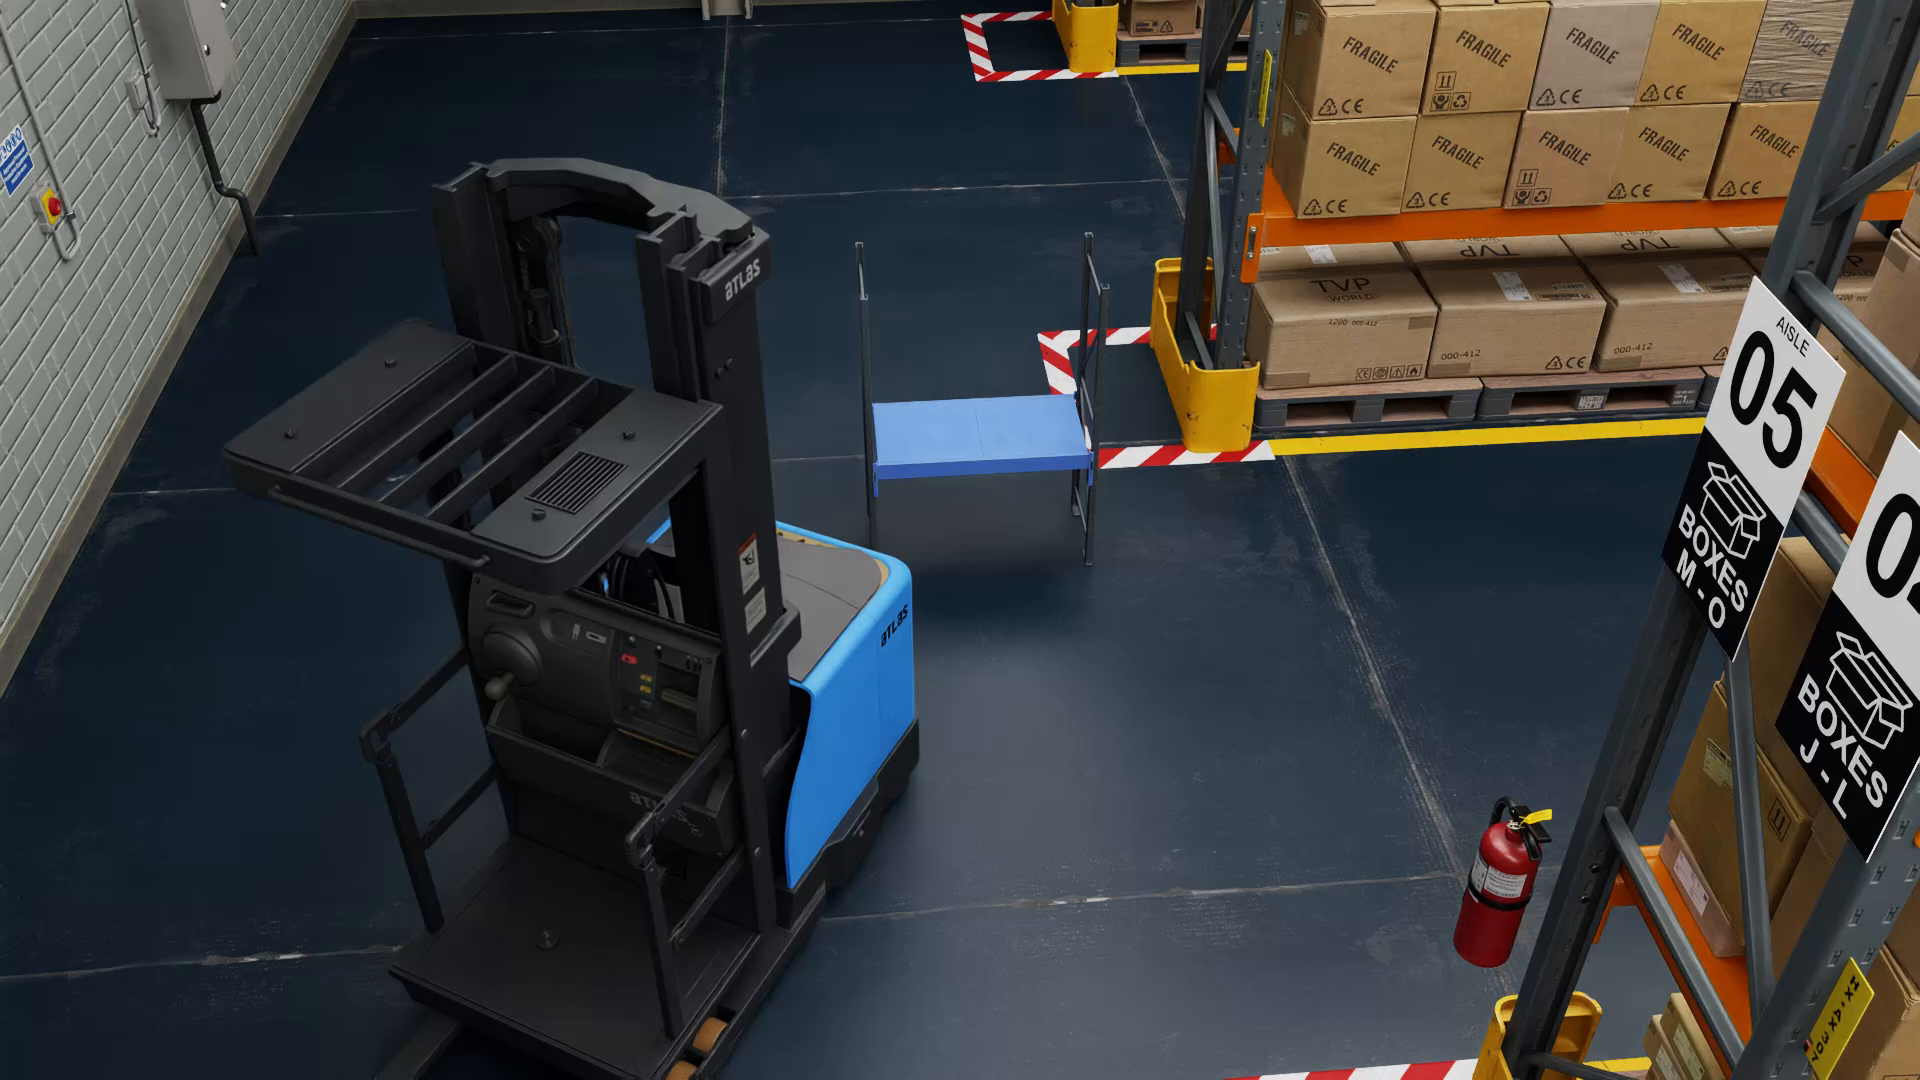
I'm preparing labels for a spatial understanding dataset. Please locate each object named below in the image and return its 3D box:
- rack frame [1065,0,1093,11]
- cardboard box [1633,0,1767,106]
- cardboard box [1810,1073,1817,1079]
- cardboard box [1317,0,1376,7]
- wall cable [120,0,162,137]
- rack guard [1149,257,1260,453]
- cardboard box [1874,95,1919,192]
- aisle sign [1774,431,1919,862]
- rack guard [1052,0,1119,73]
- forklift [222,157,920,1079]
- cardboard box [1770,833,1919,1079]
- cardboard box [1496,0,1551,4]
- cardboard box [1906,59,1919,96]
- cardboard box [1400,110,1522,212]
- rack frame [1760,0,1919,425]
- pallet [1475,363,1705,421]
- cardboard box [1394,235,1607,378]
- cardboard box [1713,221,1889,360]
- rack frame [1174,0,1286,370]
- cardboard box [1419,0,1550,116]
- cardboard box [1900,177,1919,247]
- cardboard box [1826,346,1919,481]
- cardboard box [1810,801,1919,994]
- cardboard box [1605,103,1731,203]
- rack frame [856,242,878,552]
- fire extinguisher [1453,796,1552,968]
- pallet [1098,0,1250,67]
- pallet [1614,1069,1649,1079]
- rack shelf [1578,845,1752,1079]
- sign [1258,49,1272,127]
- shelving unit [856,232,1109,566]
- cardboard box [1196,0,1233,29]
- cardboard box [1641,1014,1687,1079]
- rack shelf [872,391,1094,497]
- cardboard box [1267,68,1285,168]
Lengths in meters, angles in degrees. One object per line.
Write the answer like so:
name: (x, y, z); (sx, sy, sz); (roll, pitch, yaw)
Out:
rack frame: (0.879, -5.058, 12.061); (0.127, 3.000, 1.000); (-3, 38, -4)
cardboard box: (3.349, -2.372, 7.769); (0.500, 0.500, 0.500); (-3, 38, -4)
cardboard box: (2.214, 1.336, 4.160); (0.250, 0.149, 0.380); (-3, 38, -4)
cardboard box: (1.701, -2.531, 7.446); (0.250, 0.149, 0.380); (-2, 38, -3)
wall cable: (-4.429, -2.945, 8.563); (0.122, 1.984, 0.588); (-3, 38, -4)
rack guard: (1.299, -1.013, 8.953); (0.348, 0.500, 1.175); (-3, 38, -4)
cardboard box: (4.356, -2.040, 8.155); (0.500, 0.500, 0.500); (-4, 38, -5)
aisle sign: (1.816, 0.221, 3.271); (0.004, 0.787, 0.394); (-3, 38, -4)
rack guard: (0.955, -4.081, 12.841); (0.348, 0.500, 1.175); (-3, 38, -4)
forklift: (-1.263, 0.464, 5.117); (1.130, 2.935, 3.031); (17, 41, 20)
cardboard box: (2.333, 1.043, 4.008); (0.500, 0.500, 0.500); (-1, 38, -2)
cardboard box: (2.485, -2.558, 7.481); (0.250, 0.149, 0.380); (-4, 38, -5)
cardboard box: (4.355, -2.428, 7.840); (0.500, 0.500, 0.500); (-4, 38, -5)
cardboard box: (2.328, -1.929, 8.015); (0.500, 0.500, 0.500); (-4, 38, -5)
rack frame: (1.862, -1.302, 2.458); (0.127, 3.000, 1.000); (-3, 38, -4)
pallet: (3.325, -1.058, 9.243); (1.213, 0.211, 1.003); (-3, 38, -4)
cardboard box: (2.882, -1.308, 9.038); (0.875, 0.438, 0.875); (-2, 38, -3)
cardboard box: (4.672, -1.406, 9.162); (0.875, 0.438, 0.875); (-4, 38, -5)
rack frame: (1.323, -1.996, 8.180); (0.127, 3.000, 1.000); (-3, 38, -4)
cardboard box: (2.340, -2.311, 7.691); (0.500, 0.500, 0.500); (-4, 38, -5)
cardboard box: (2.167, -0.618, 3.408); (0.250, 0.149, 0.380); (-3, 38, -4)
cardboard box: (2.291, -0.254, 3.672); (0.500, 0.250, 0.500); (-4, 38, -5)
cardboard box: (2.333, 0.643, 3.707); (0.500, 0.500, 0.500); (-3, 38, -4)
cardboard box: (3.333, -1.984, 8.084); (0.500, 0.500, 0.500); (-2, 38, -2)
rack frame: (-0.421, -0.566, 7.578); (0.032, 1.500, 0.500); (-3, 38, -4)
fire extinguisher: (1.570, 0.959, 4.799); (0.183, 0.674, 0.296); (-3, 38, -4)
pallet: (1.749, -4.012, 12.986); (1.213, 0.211, 1.003); (-3, 38, -4)
pallet: (2.750, 2.121, 5.214); (1.213, 0.211, 1.003); (-3, 38, -4)
rack shelf: (3.854, 1.225, 4.678); (4.000, 0.370, 1.077); (-3, 38, -4)
sign: (1.366, -2.024, 7.453); (0.005, 0.325, 0.100); (-3, 38, -4)
shelving unit: (0.085, -0.593, 7.613); (1.048, 1.500, 0.538); (-3, 38, -4)
cardboard box: (1.924, -4.078, 12.782); (0.250, 0.149, 0.380); (-5, 39, -6)
cardboard box: (2.362, 1.685, 5.237); (0.250, 0.149, 0.380); (-4, 38, -5)
rack shelf: (0.085, -0.452, 7.725); (1.000, 0.185, 0.538); (-3, 38, -4)
cardboard box: (1.780, -2.225, 8.389); (0.500, 0.500, 0.500); (-3, 38, -4)
